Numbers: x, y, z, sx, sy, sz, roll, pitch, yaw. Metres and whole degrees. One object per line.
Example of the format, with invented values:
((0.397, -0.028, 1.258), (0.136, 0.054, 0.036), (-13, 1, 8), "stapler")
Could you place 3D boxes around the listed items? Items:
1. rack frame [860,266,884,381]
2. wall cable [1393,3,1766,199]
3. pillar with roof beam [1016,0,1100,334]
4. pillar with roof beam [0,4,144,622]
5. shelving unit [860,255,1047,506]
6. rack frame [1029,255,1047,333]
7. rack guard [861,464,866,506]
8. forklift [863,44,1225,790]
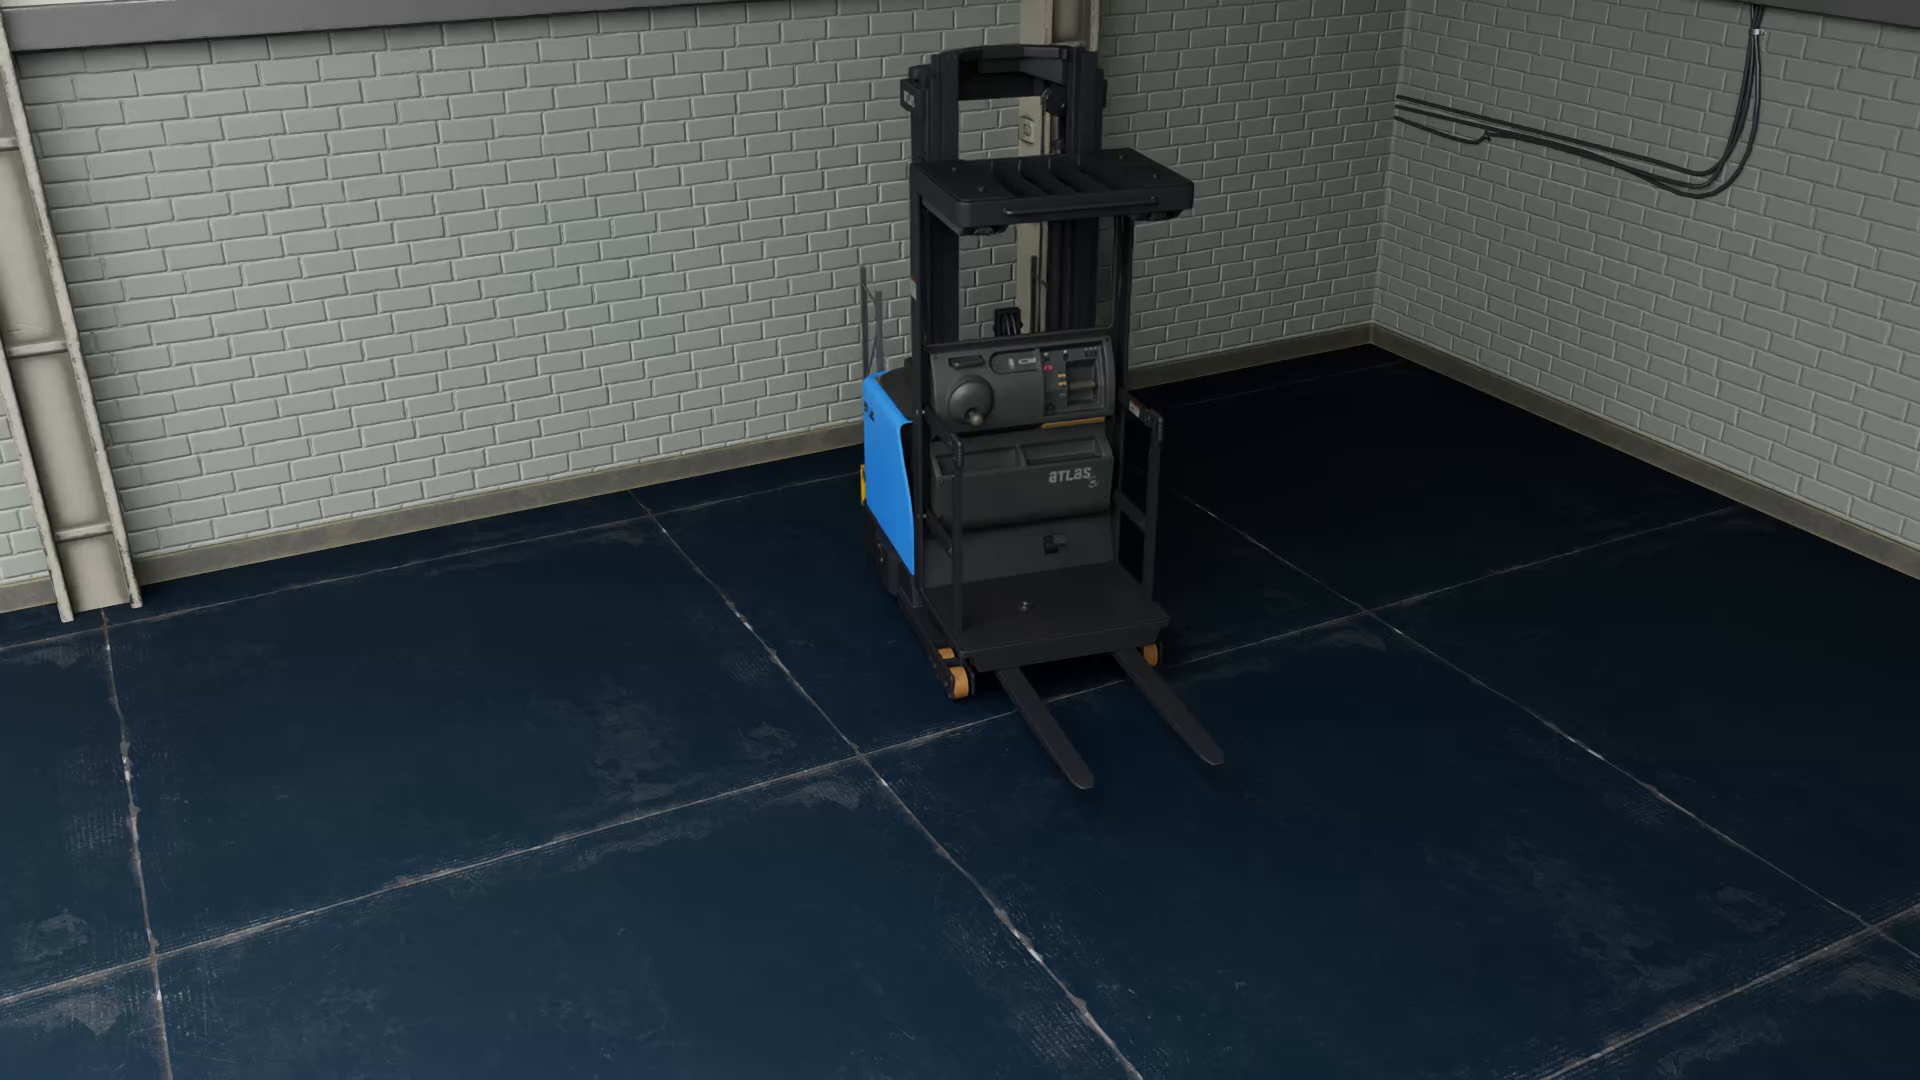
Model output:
((-0.502, -0.792, 9.666), (0.032, 1.500, 0.500), (-6, 26, -12), "rack frame")
((3.848, -3.634, 10.509), (0.112, 2.526, 3.097), (-13, 29, -25), "wall cable")
((2.652, -3.295, 6.215), (0.400, 9.000, 9.100), (-13, 29, -25), "pillar with roof beam")
((-2.642, -2.072, 3.670), (0.400, 9.000, 9.100), (-13, 29, -25), "pillar with roof beam")
((-0.017, -0.843, 9.772), (1.083, 1.500, 0.587), (-6, 26, -12), "shelving unit")
((0.486, -0.895, 9.882), (0.032, 1.500, 0.500), (-6, 26, -12), "rack frame")
((-0.501, -0.228, 9.937), (0.087, 0.250, 0.587), (-6, 26, -12), "rack guard")
((0.377, -0.735, 7.894), (1.130, 2.935, 3.031), (-8, 27, -16), "forklift")
